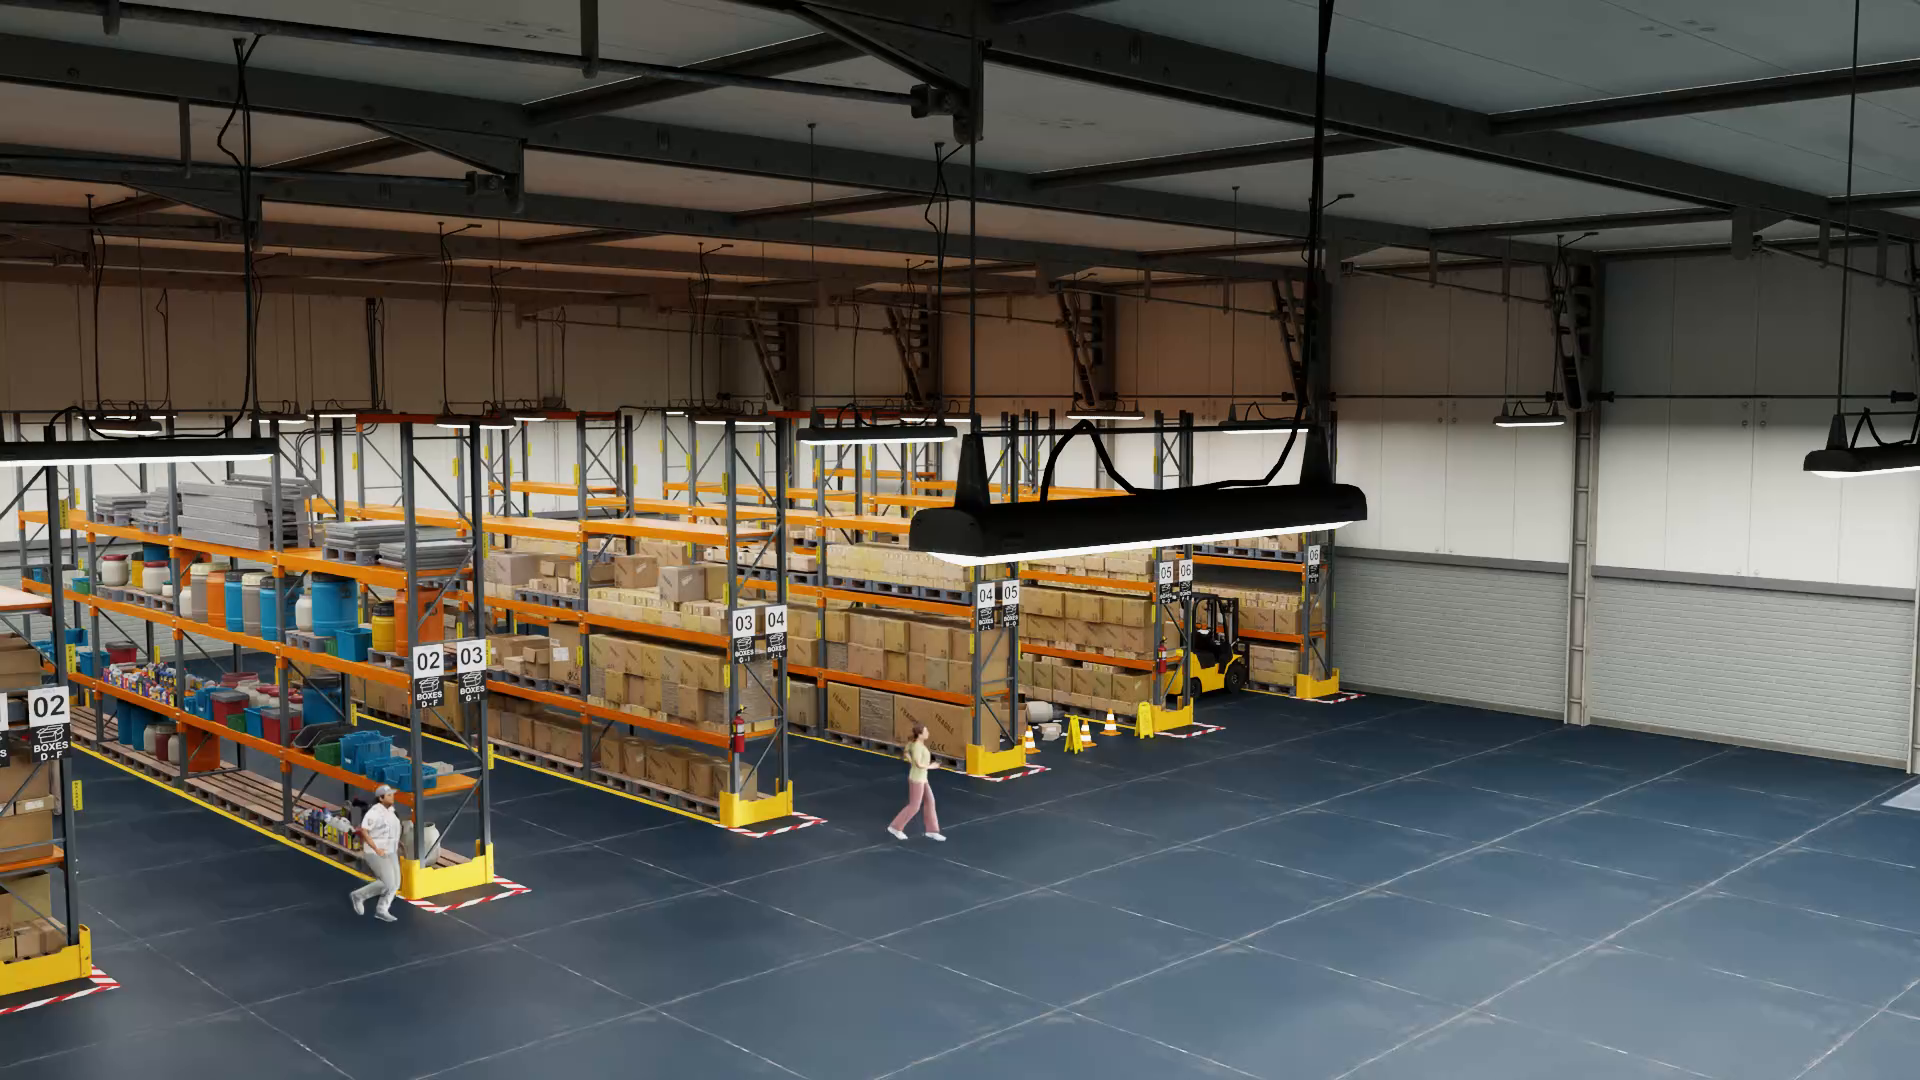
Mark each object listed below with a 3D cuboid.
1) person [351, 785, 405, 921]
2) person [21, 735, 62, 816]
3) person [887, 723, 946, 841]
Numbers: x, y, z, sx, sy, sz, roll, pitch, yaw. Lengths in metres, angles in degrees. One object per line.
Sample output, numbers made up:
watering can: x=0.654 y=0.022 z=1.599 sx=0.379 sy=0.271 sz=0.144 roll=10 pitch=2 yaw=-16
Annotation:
person: x=-7.053 y=3.789 z=20.199 sx=0.545 sy=1.634 sz=0.628 roll=1 pitch=5 yaw=7
person: x=-13.815 y=3.304 z=25.187 sx=0.917 sy=1.692 sz=0.678 roll=4 pitch=6 yaw=37
person: x=-0.612 y=3.445 z=23.592 sx=0.838 sy=1.704 sz=0.592 roll=0 pitch=5 yaw=-1
